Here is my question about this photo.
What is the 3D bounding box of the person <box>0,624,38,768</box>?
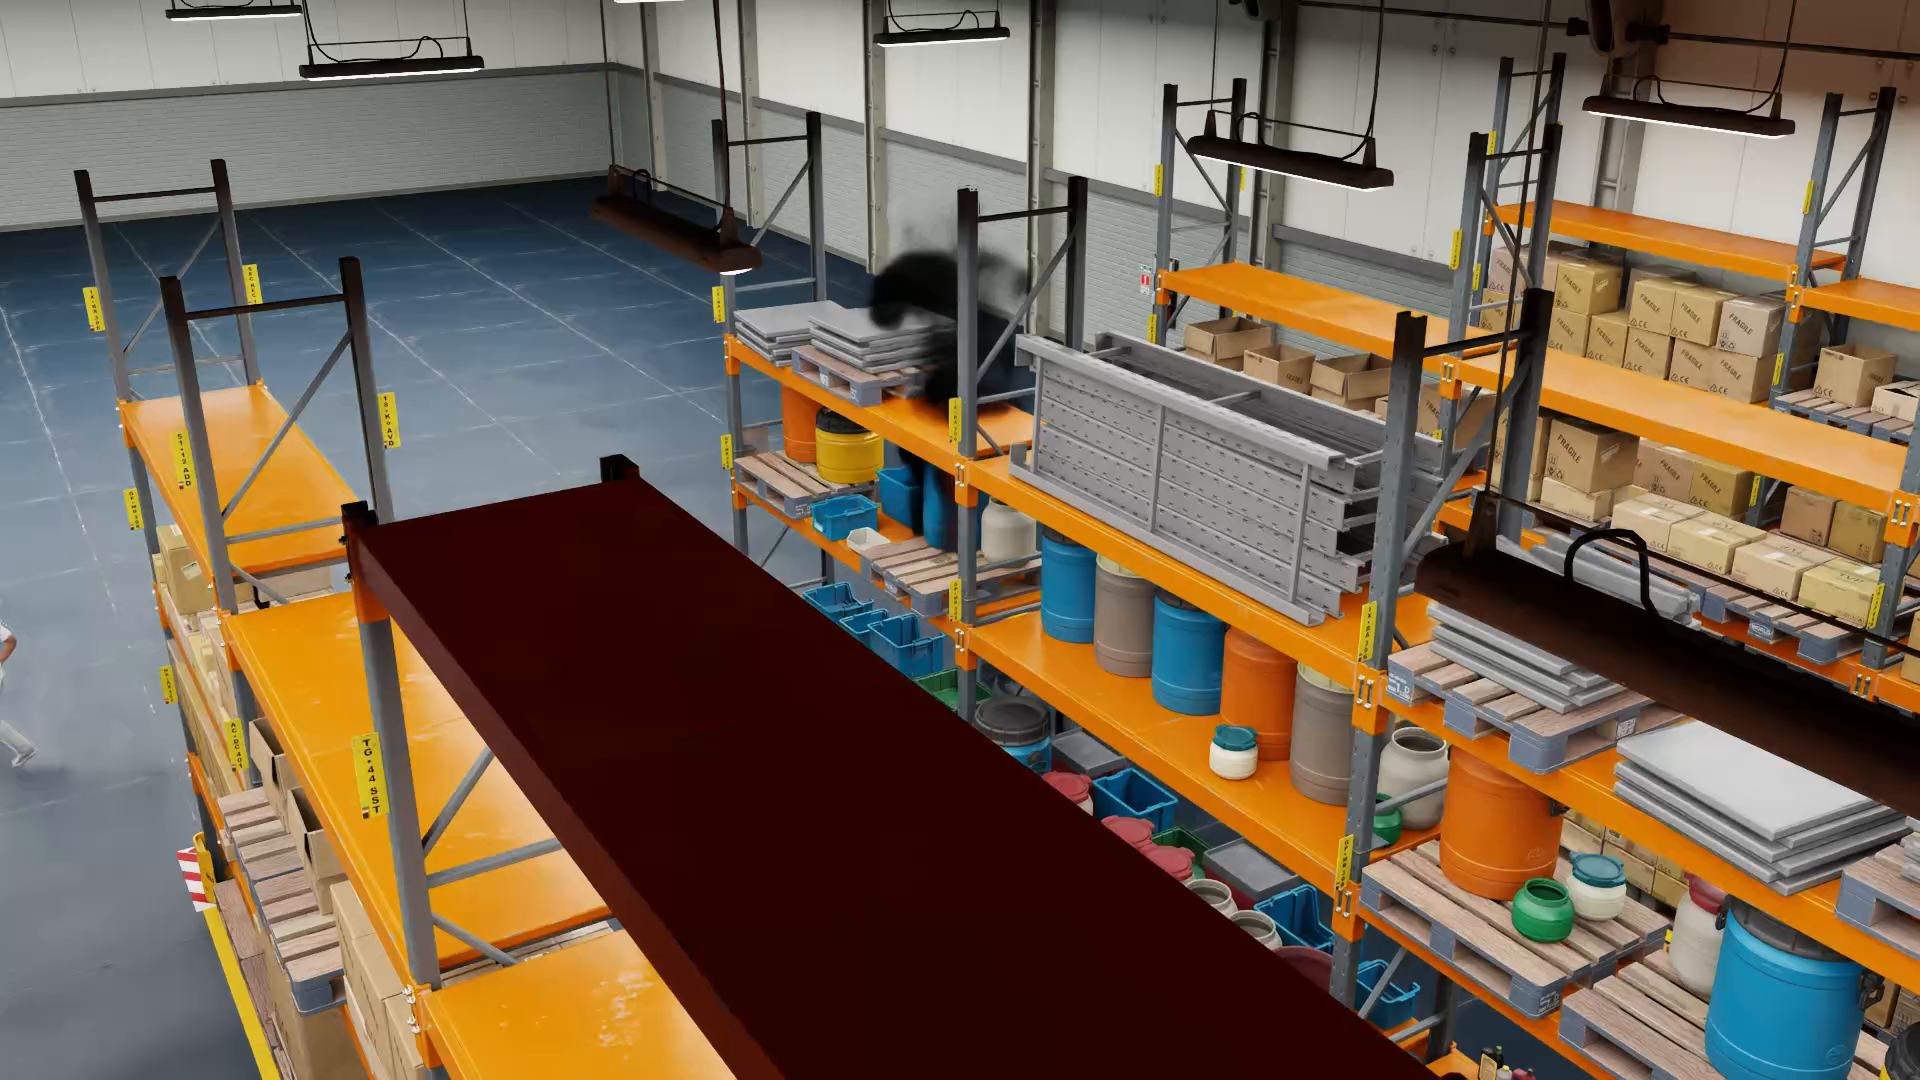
[{"bbox_3d":[-9.199,1.367,15.604,0.910,1.815,0.640,5,22,11],"label":"person"}]

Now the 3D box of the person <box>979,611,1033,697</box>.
[{"bbox_3d":[0.419,1.104,16.247,0.712,1.743,0.897,-18,28,-38],"label":"person"}]
